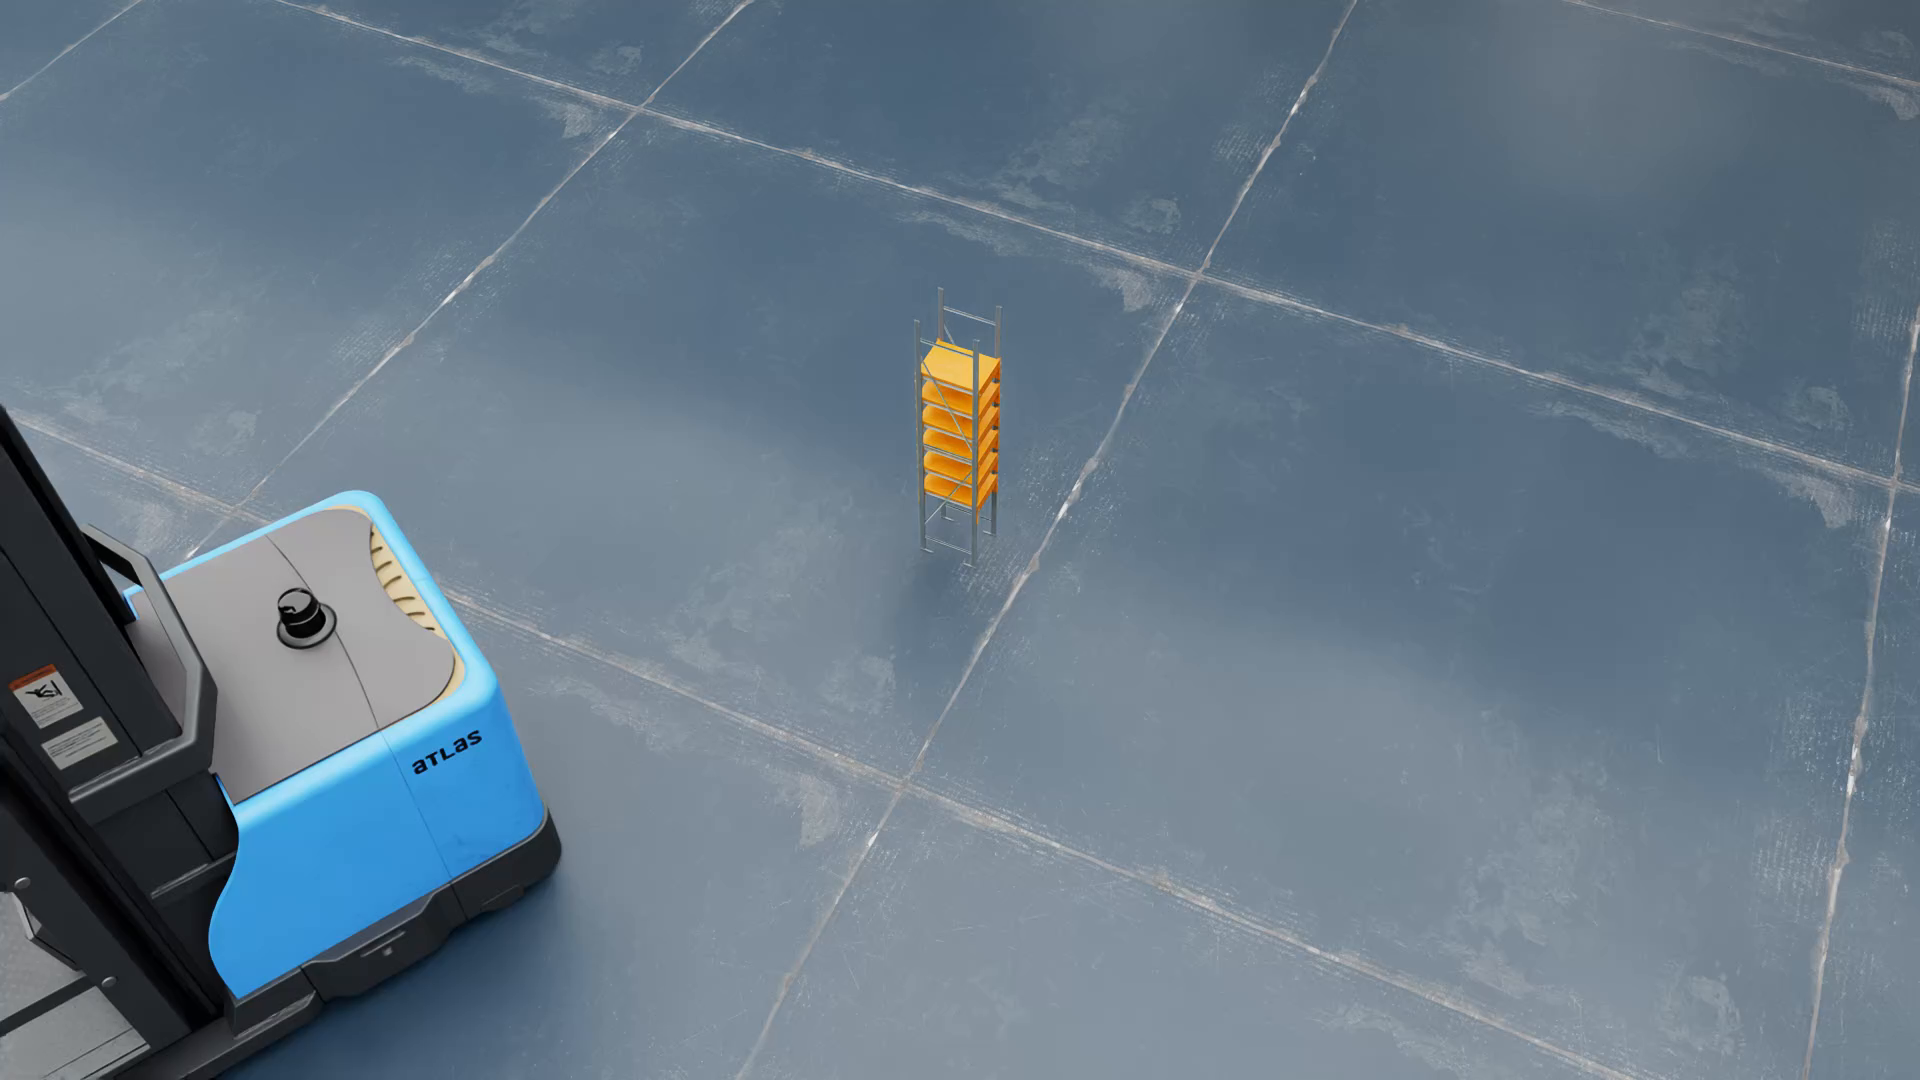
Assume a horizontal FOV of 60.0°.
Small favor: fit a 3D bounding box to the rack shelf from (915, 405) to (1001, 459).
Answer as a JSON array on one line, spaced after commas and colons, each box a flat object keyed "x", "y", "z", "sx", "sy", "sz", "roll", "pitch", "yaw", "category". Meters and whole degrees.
[{"x": -0.006, "y": -0.428, "z": 6.042, "sx": 0.258, "sy": 0.103, "sz": 0.180, "roll": 20, "pitch": 52, "yaw": 16, "category": "rack shelf"}]

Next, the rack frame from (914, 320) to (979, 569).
[{"x": -0.045, "y": -0.316, "z": 6.046, "sx": 0.240, "sy": 1.200, "sz": 0.006, "roll": 20, "pitch": 52, "yaw": 16, "category": "rack frame"}]

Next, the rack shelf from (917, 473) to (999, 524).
[{"x": -0.006, "y": -0.195, "z": 6.316, "sx": 0.258, "sy": 0.103, "sz": 0.180, "roll": 20, "pitch": 52, "yaw": 16, "category": "rack shelf"}]

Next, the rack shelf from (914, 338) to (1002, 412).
[{"x": -0.006, "y": -0.583, "z": 5.859, "sx": 0.258, "sy": 0.103, "sz": 0.180, "roll": 20, "pitch": 52, "yaw": 16, "category": "rack shelf"}]

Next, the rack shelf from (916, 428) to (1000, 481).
[{"x": -0.006, "y": -0.350, "z": 6.134, "sx": 0.258, "sy": 0.103, "sz": 0.180, "roll": 20, "pitch": 52, "yaw": 16, "category": "rack shelf"}]

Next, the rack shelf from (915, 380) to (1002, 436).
[{"x": -0.006, "y": -0.506, "z": 5.951, "sx": 0.258, "sy": 0.103, "sz": 0.180, "roll": 20, "pitch": 52, "yaw": 16, "category": "rack shelf"}]

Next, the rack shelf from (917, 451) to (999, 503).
[{"x": -0.006, "y": -0.272, "z": 6.225, "sx": 0.258, "sy": 0.103, "sz": 0.180, "roll": 20, "pitch": 52, "yaw": 16, "category": "rack shelf"}]

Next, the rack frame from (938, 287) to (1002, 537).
[{"x": 0.033, "y": -0.442, "z": 6.153, "sx": 0.240, "sy": 1.200, "sz": 0.006, "roll": 20, "pitch": 52, "yaw": 16, "category": "rack frame"}]

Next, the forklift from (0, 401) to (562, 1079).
[{"x": -2.831, "y": 0.514, "z": 4.203, "sx": 3.031, "sy": 2.935, "sz": 1.130, "roll": -29, "pitch": 55, "yaw": -22, "category": "forklift"}]

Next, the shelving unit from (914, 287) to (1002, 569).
[{"x": -0.006, "y": -0.379, "z": 6.100, "sx": 0.258, "sy": 1.200, "sz": 0.189, "roll": 20, "pitch": 52, "yaw": 16, "category": "shelving unit"}]
